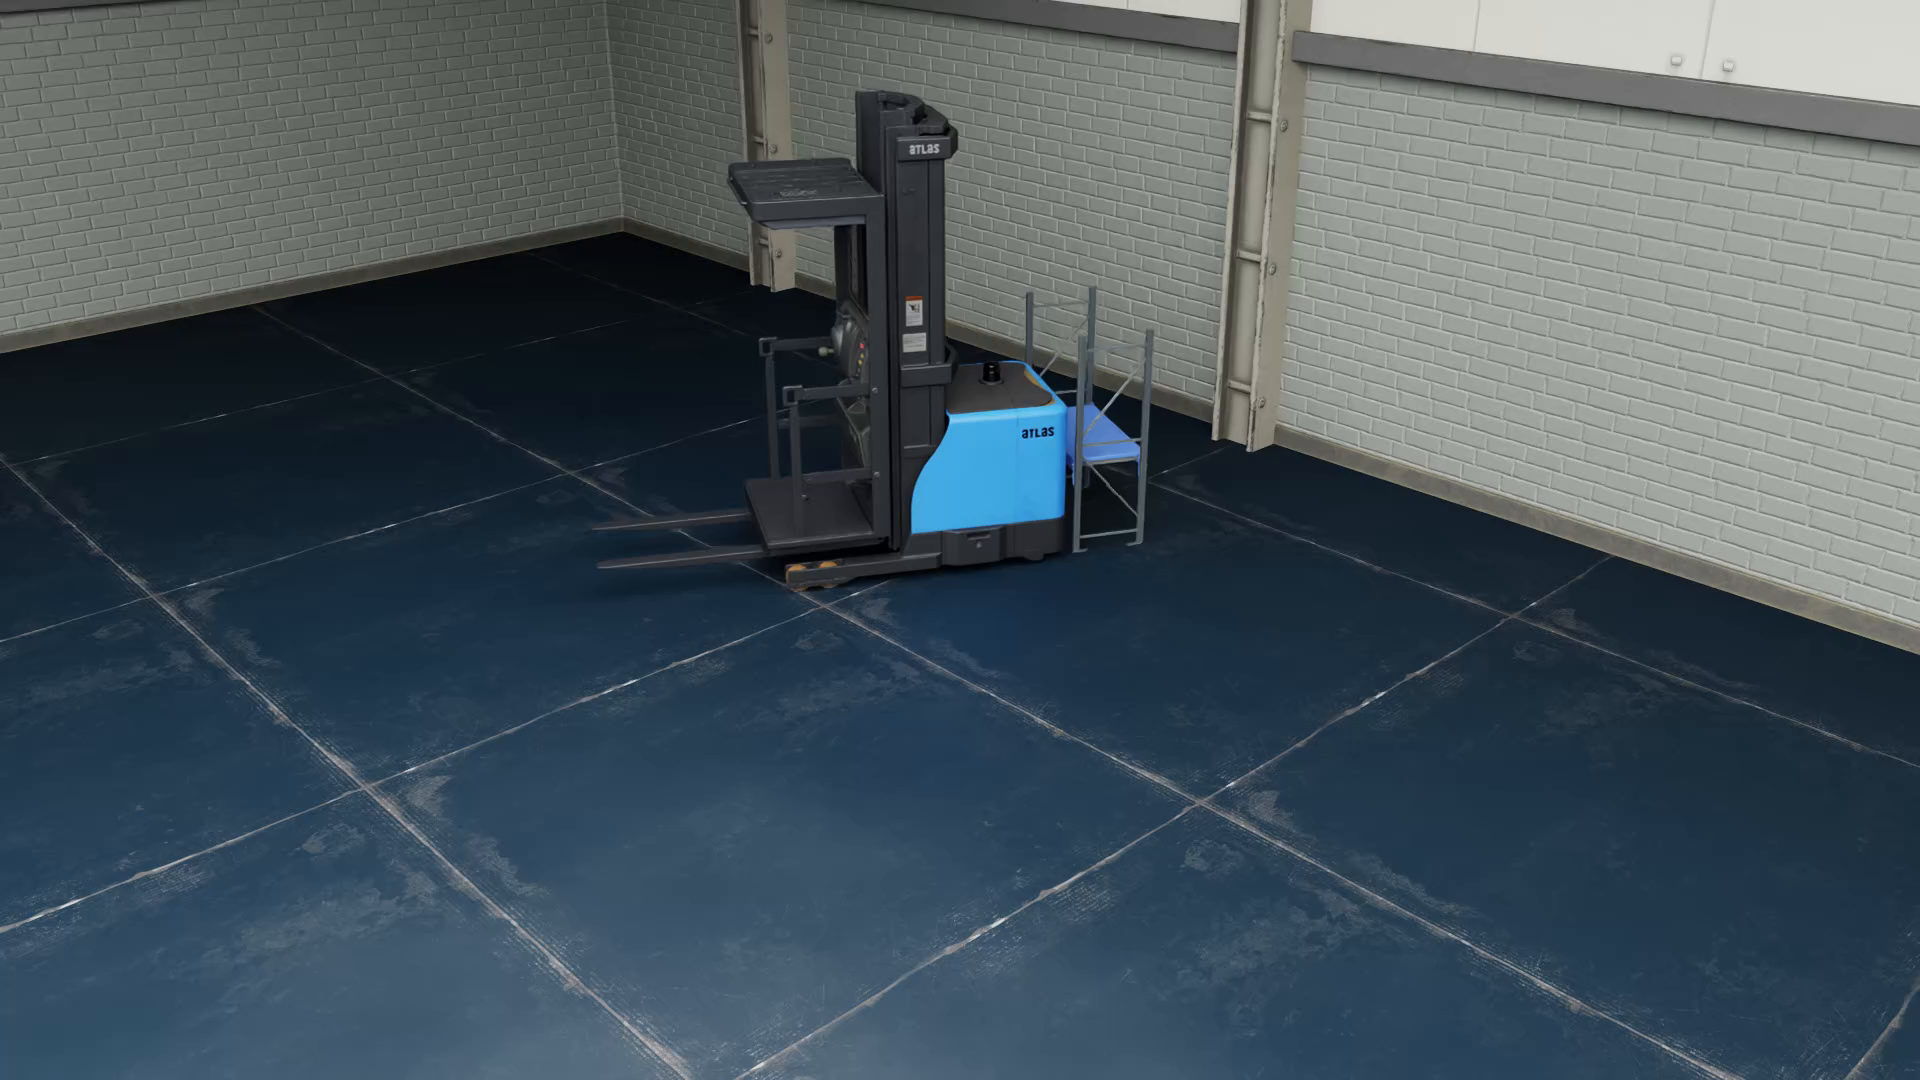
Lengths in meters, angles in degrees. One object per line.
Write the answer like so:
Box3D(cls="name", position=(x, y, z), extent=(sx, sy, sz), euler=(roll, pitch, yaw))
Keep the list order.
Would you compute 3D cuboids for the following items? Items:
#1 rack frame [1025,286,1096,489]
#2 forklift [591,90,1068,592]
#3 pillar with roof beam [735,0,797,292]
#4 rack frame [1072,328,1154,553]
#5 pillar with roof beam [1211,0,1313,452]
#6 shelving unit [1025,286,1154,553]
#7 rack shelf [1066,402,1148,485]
Box3D(cls="rack frame", position=(0.696, -1.036, 11.713), extent=(0.500, 1.500, 0.032), euler=(-7, 25, -15))
Box3D(cls="forklift", position=(-0.874, -1.249, 10.457), extent=(3.031, 2.935, 1.130), euler=(-6, 25, -13))
Box3D(cls="pillar with roof beam", position=(-5.037, -5.465, 12.387), extent=(9.100, 9.000, 0.400), euler=(-21, 32, -38))
Box3D(cls="rack frame", position=(0.989, -0.631, 10.827), extent=(0.500, 1.500, 0.032), euler=(-7, 25, -15))
Box3D(cls="pillar with roof beam", position=(-0.936, -3.647, 8.402), extent=(9.100, 9.000, 0.400), euler=(-21, 32, -38))
Box3D(cls="shelving unit", position=(0.843, -0.834, 11.270), extent=(0.538, 1.500, 1.048), euler=(-7, 25, -15))
Box3D(cls="rack shelf", position=(0.843, -0.670, 11.345), extent=(0.538, 0.185, 1.000), euler=(-7, 25, -15))
